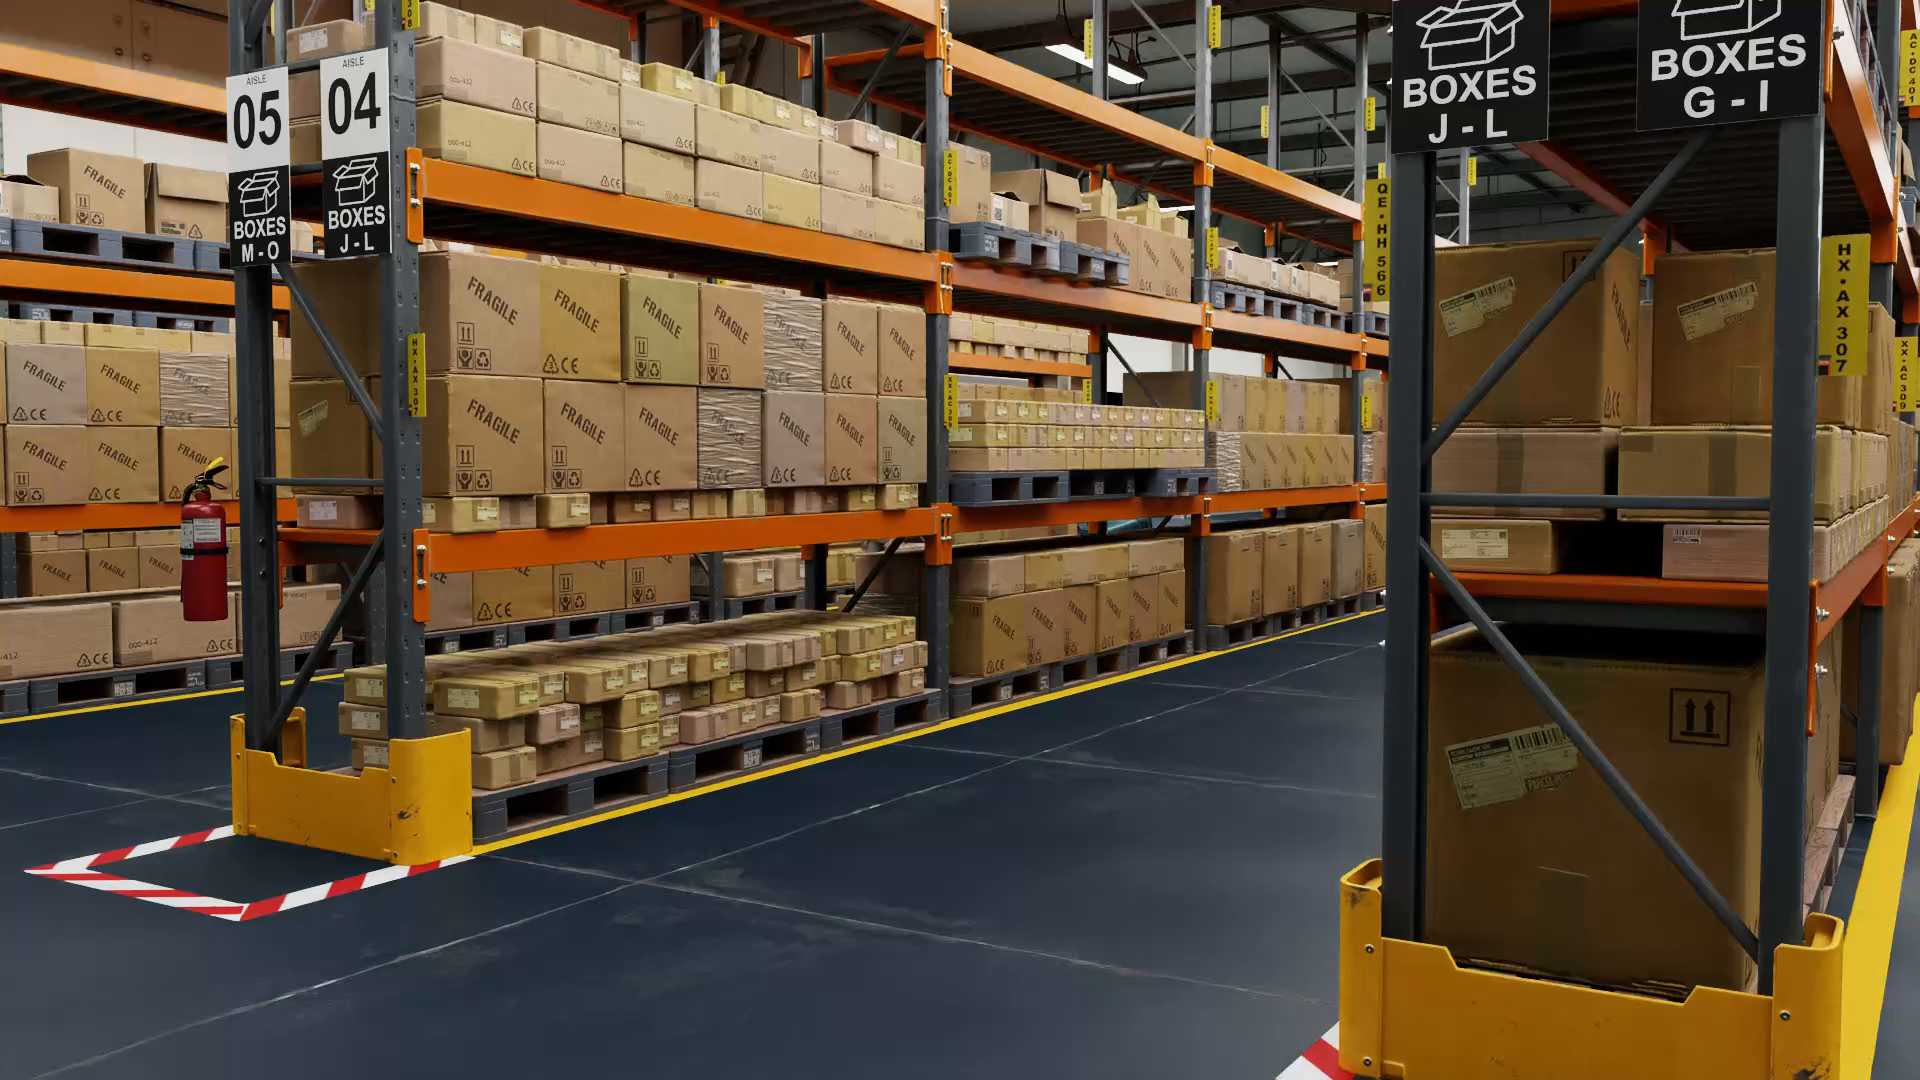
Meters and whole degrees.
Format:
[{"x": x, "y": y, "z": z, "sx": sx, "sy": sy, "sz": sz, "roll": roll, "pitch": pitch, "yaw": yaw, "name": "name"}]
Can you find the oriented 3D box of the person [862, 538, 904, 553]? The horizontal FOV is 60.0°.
[{"x": -0.747, "y": 0.042, "z": 16.365, "sx": 0.447, "sy": 1.466, "sz": 0.497, "roll": 2, "pitch": 4, "yaw": 32, "name": "person"}]
